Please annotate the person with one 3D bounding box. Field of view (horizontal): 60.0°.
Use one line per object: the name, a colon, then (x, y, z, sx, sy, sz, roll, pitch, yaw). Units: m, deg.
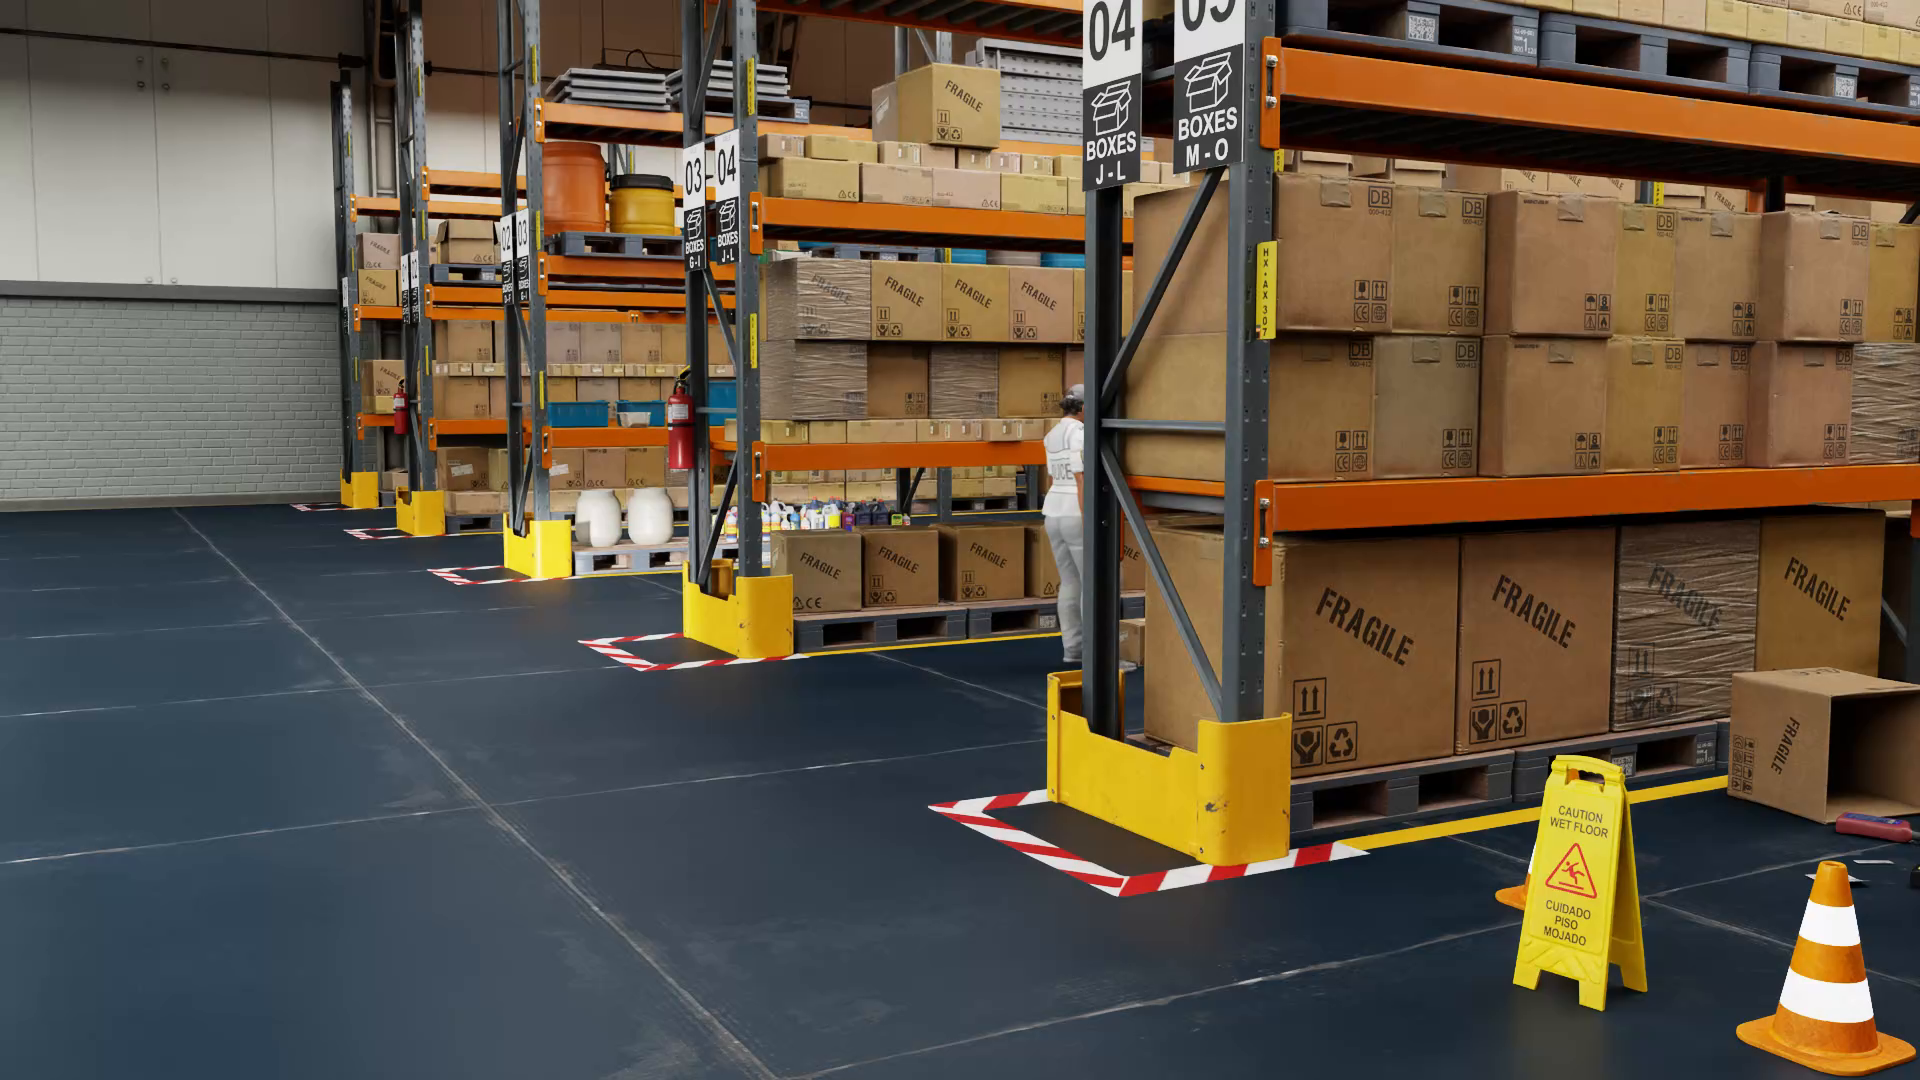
person: (0.733, -0.077, 9.742, 0.465, 1.670, 0.530, -2, 6, -24)
